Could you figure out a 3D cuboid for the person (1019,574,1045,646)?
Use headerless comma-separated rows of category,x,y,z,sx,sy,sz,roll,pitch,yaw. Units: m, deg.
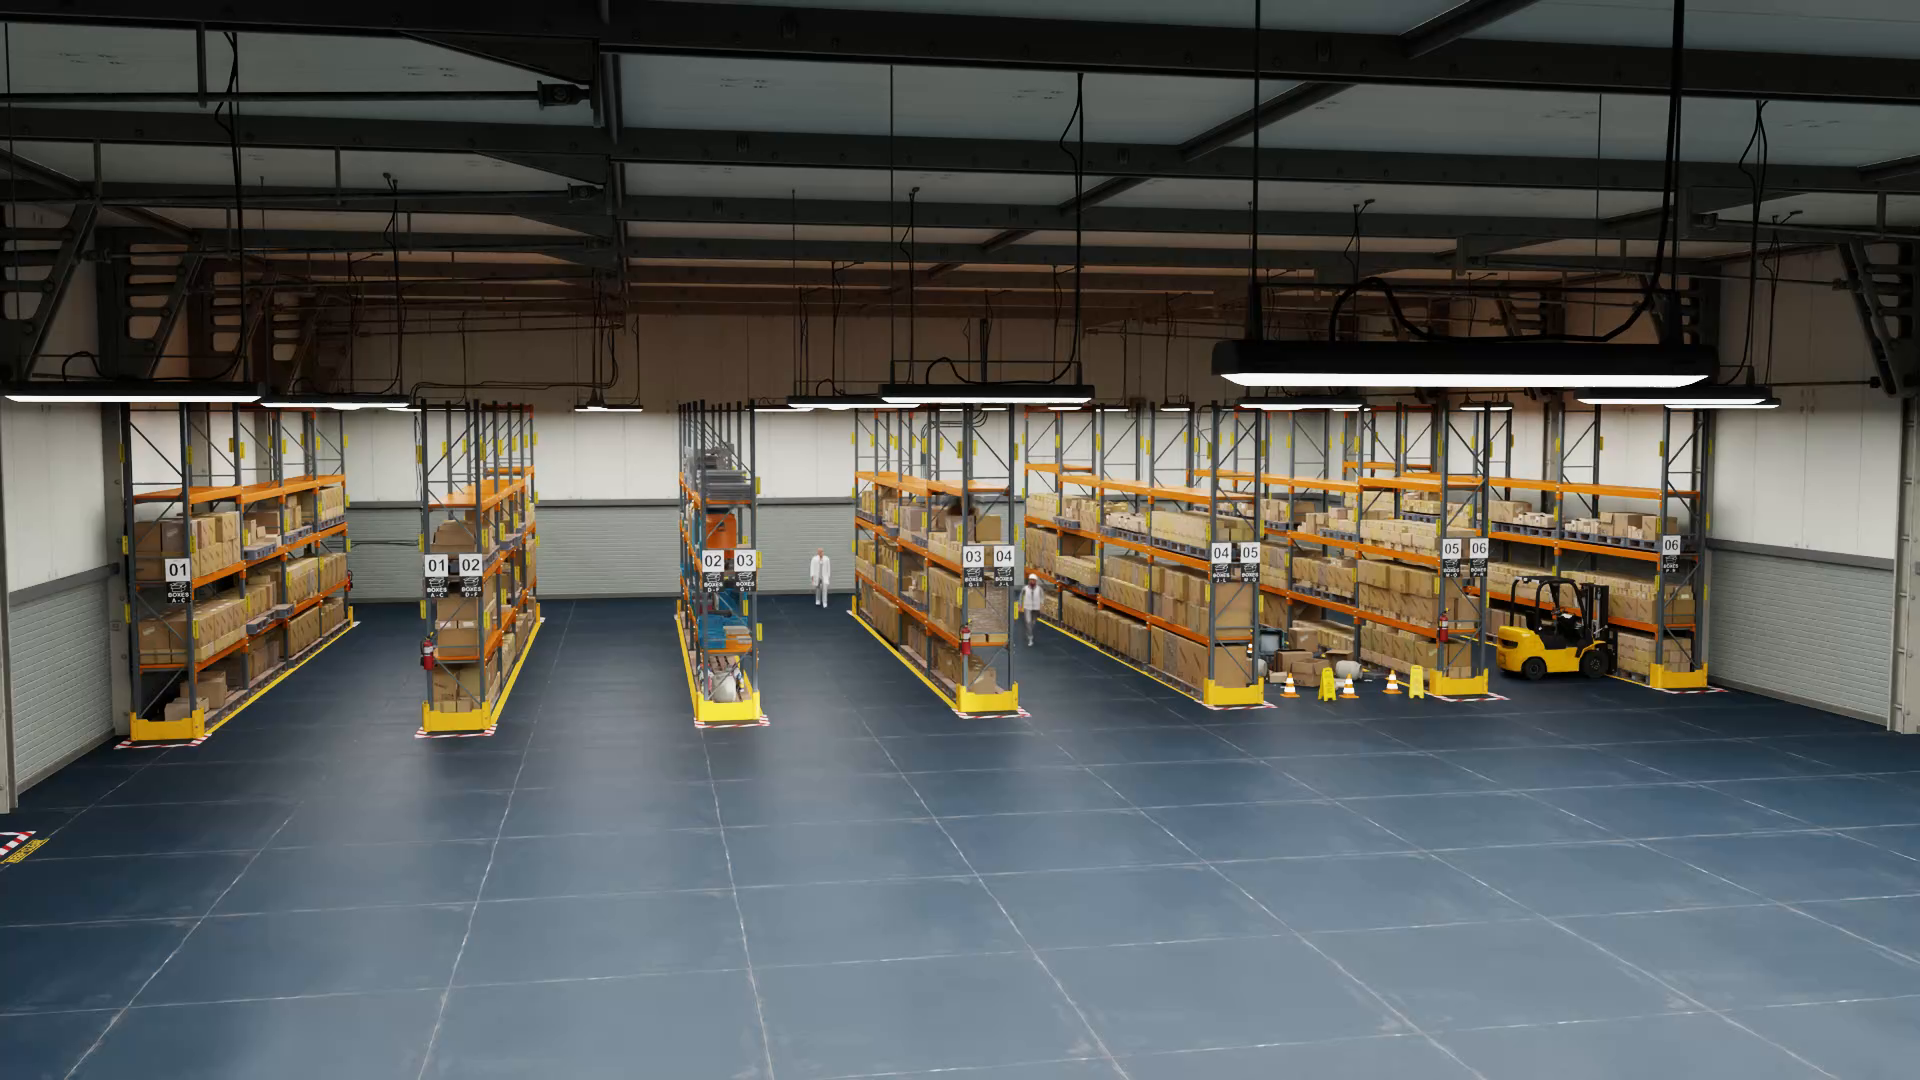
person,1.818,1.724,41.645,0.596,1.754,0.992,-1,4,-11

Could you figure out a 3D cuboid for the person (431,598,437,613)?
person,-14.954,1.257,47.698,0.584,1.703,0.540,-1,4,-7

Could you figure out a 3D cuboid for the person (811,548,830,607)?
person,-4.152,1.098,49.473,0.593,1.725,1.068,-1,4,-7
